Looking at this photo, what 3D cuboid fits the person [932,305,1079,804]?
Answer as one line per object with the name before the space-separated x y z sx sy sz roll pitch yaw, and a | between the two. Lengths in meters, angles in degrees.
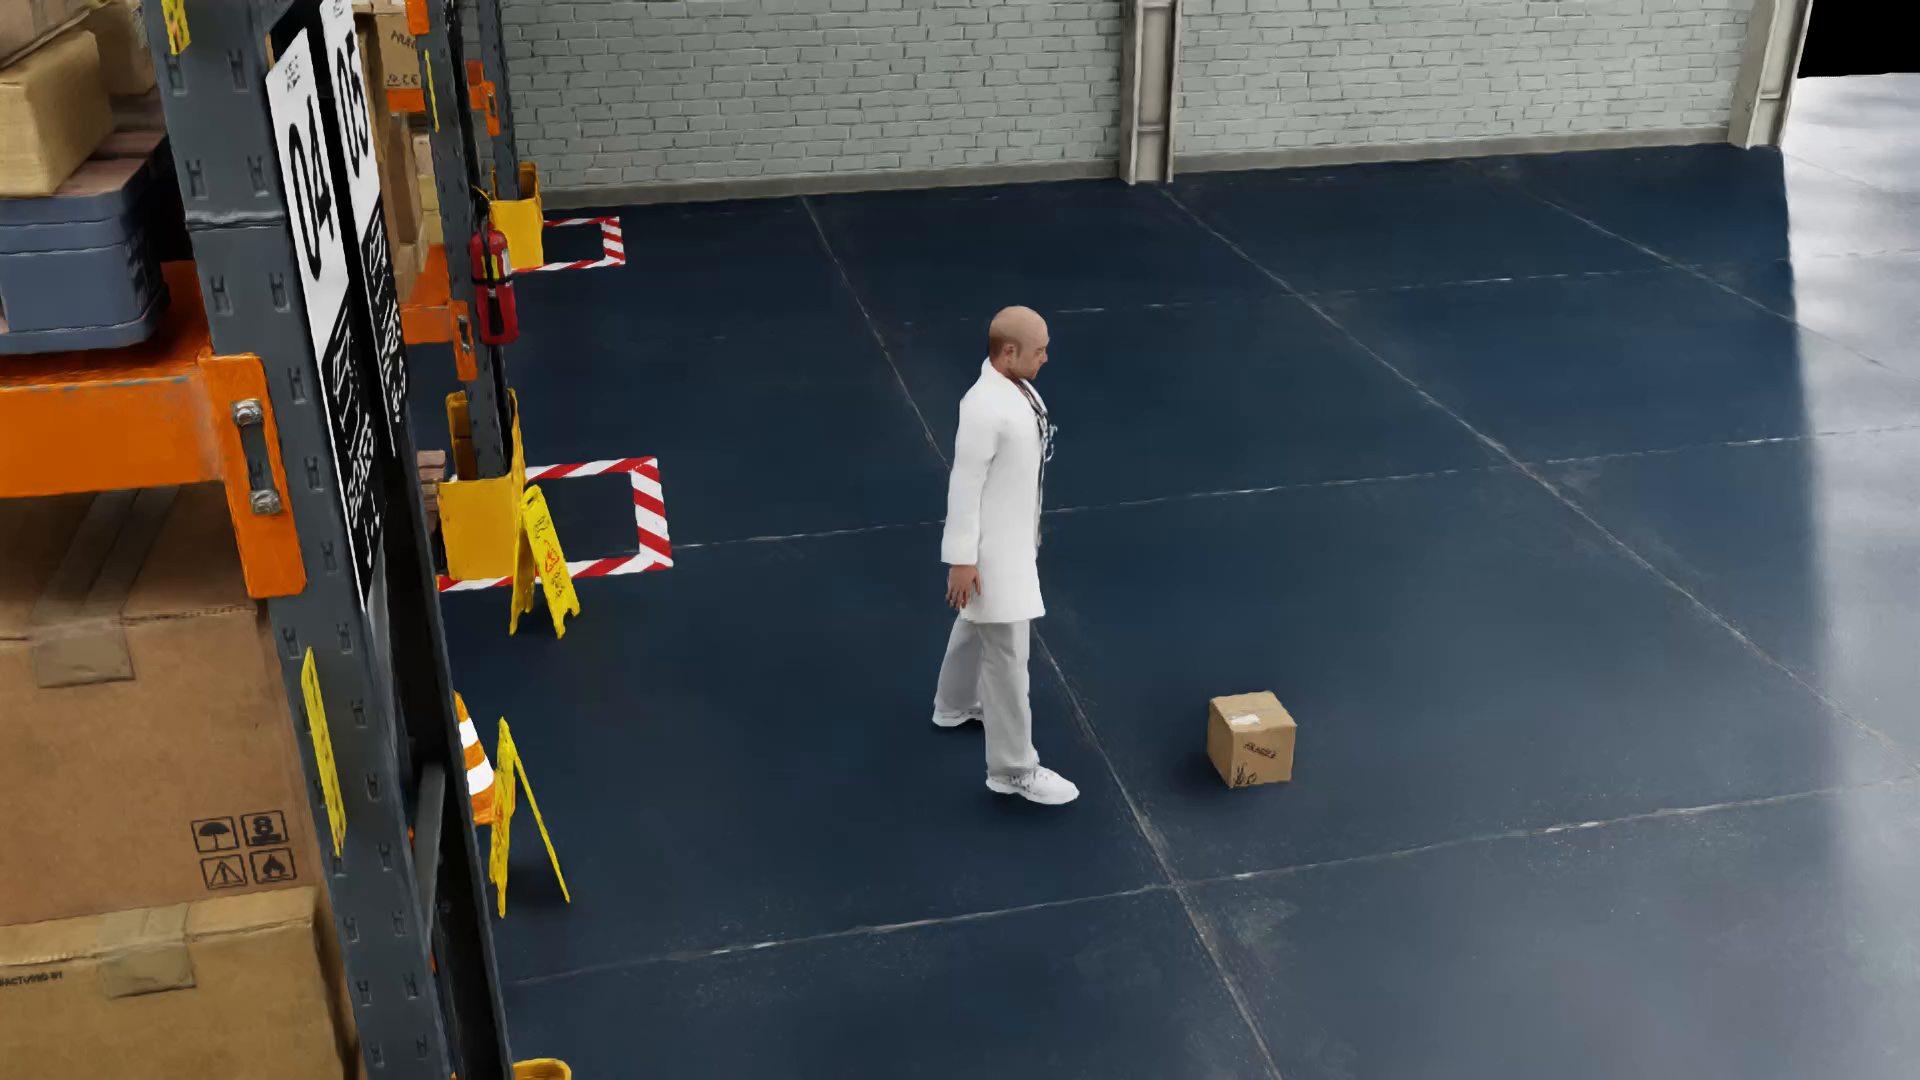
person | 0.184 0.025 6.036 0.674 1.767 0.755 6 27 13
